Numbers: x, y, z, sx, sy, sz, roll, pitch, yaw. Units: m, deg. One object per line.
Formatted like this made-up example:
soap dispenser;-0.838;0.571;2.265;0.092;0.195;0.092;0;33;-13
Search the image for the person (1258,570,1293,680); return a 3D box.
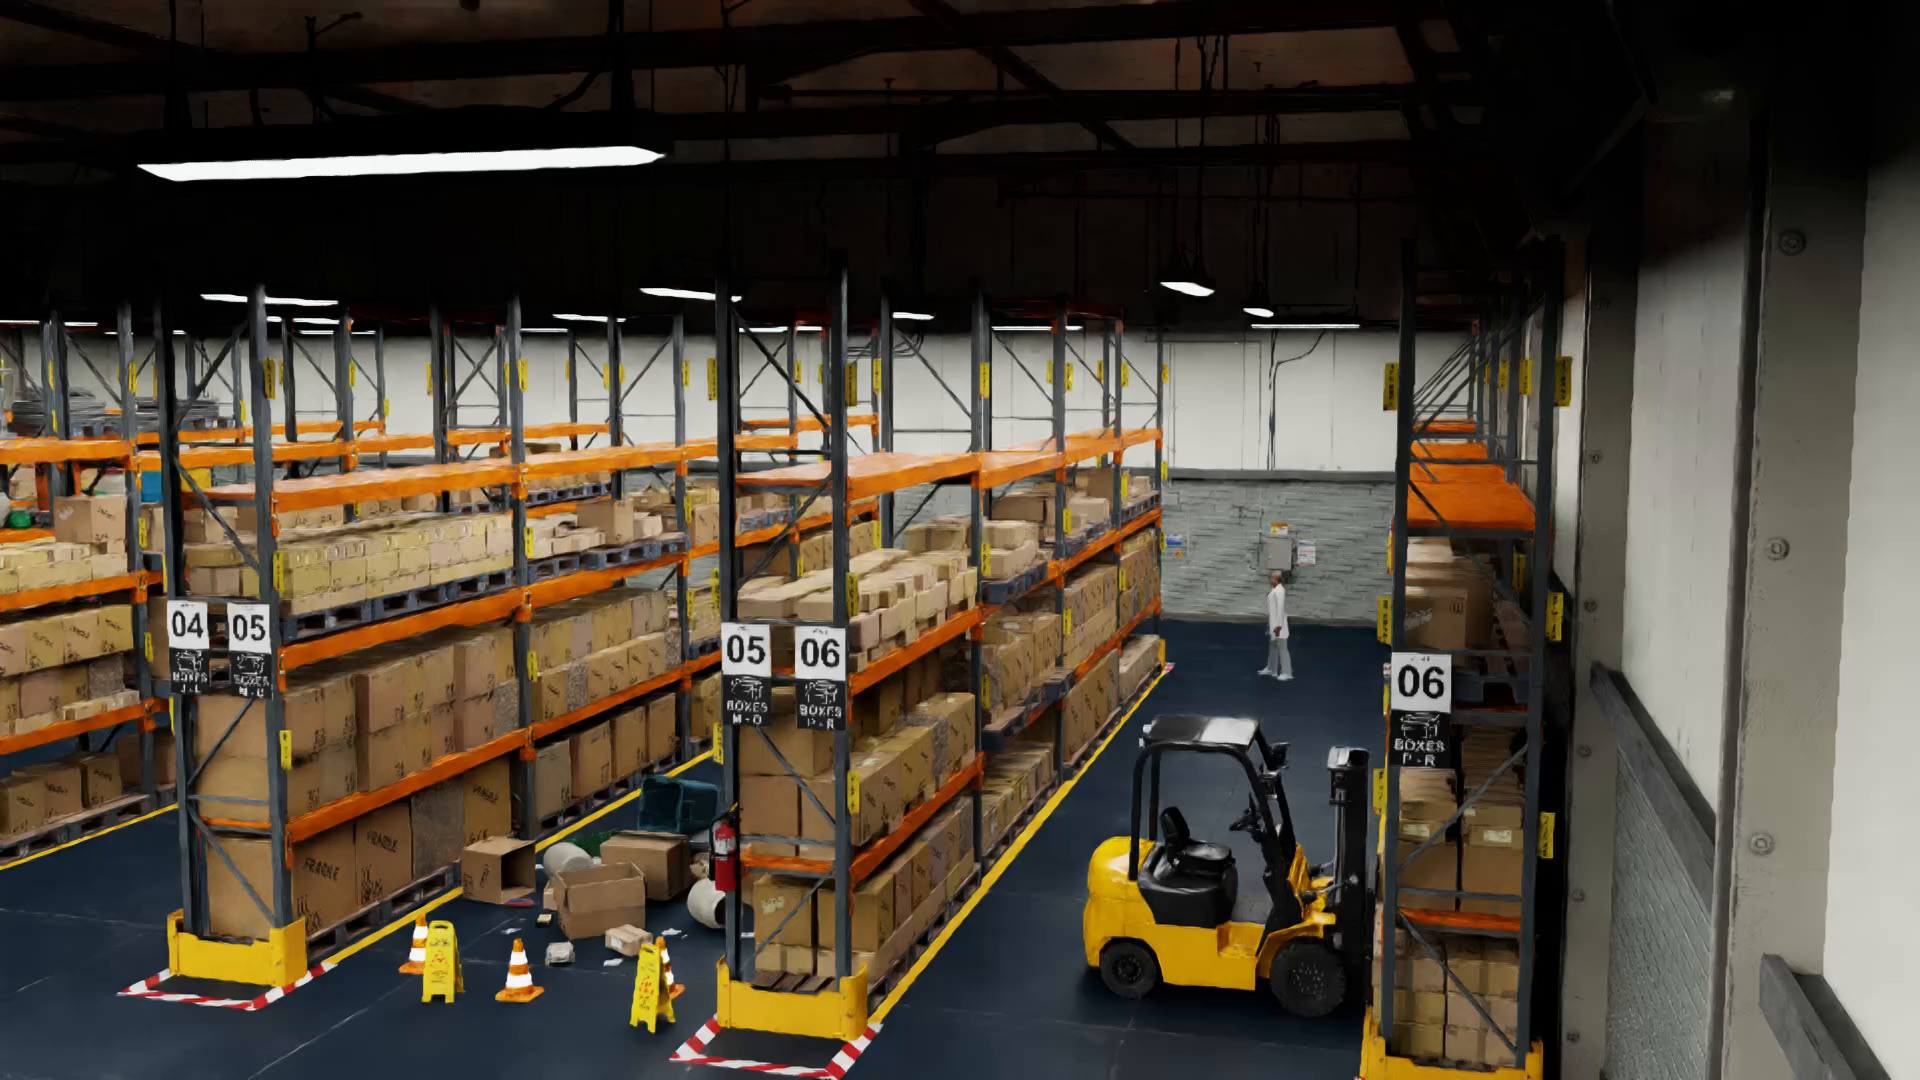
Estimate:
person;5.207;1.383;27.337;0.546;1.777;0.677;1;6;7
